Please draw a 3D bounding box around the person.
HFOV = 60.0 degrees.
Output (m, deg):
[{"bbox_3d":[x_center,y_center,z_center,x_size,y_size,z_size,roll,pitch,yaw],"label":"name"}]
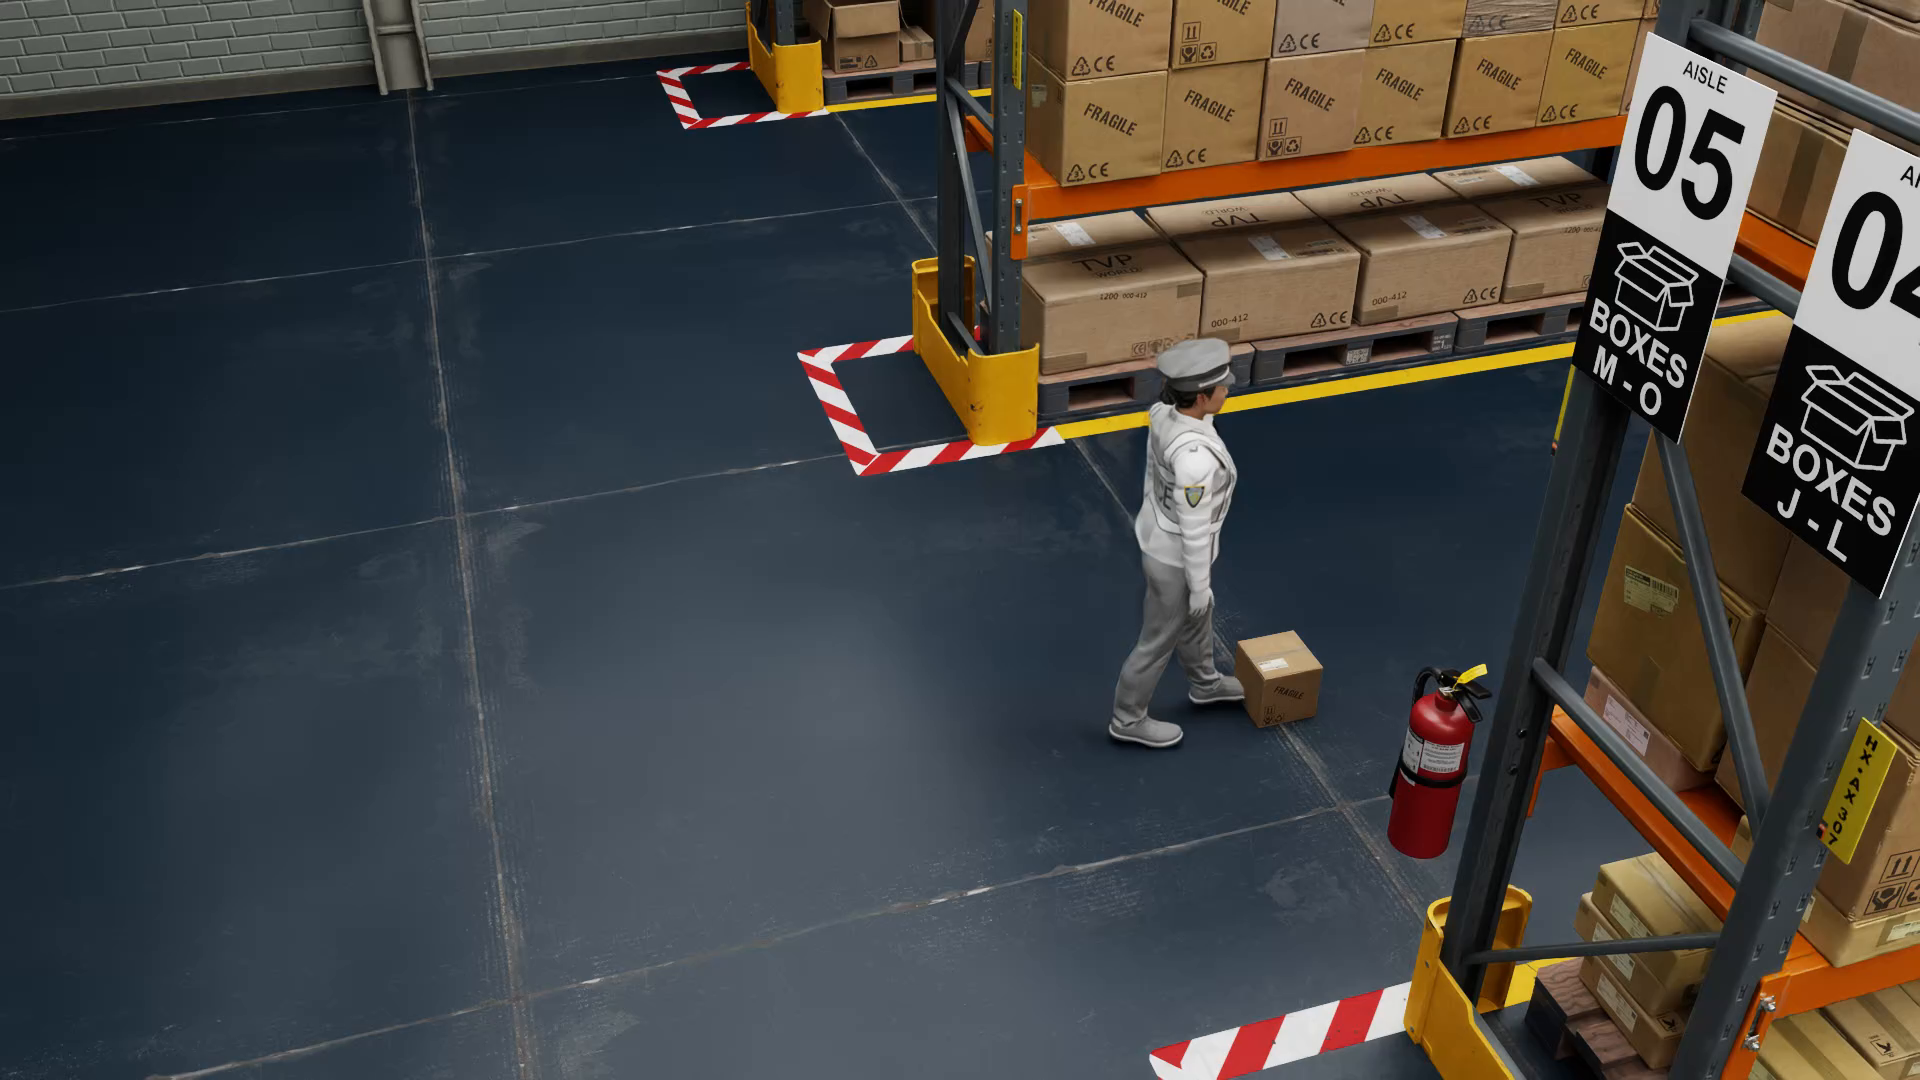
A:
[{"bbox_3d":[0.891,0.043,6.048,0.631,1.672,0.497,-2,34,-3],"label":"person"}]
